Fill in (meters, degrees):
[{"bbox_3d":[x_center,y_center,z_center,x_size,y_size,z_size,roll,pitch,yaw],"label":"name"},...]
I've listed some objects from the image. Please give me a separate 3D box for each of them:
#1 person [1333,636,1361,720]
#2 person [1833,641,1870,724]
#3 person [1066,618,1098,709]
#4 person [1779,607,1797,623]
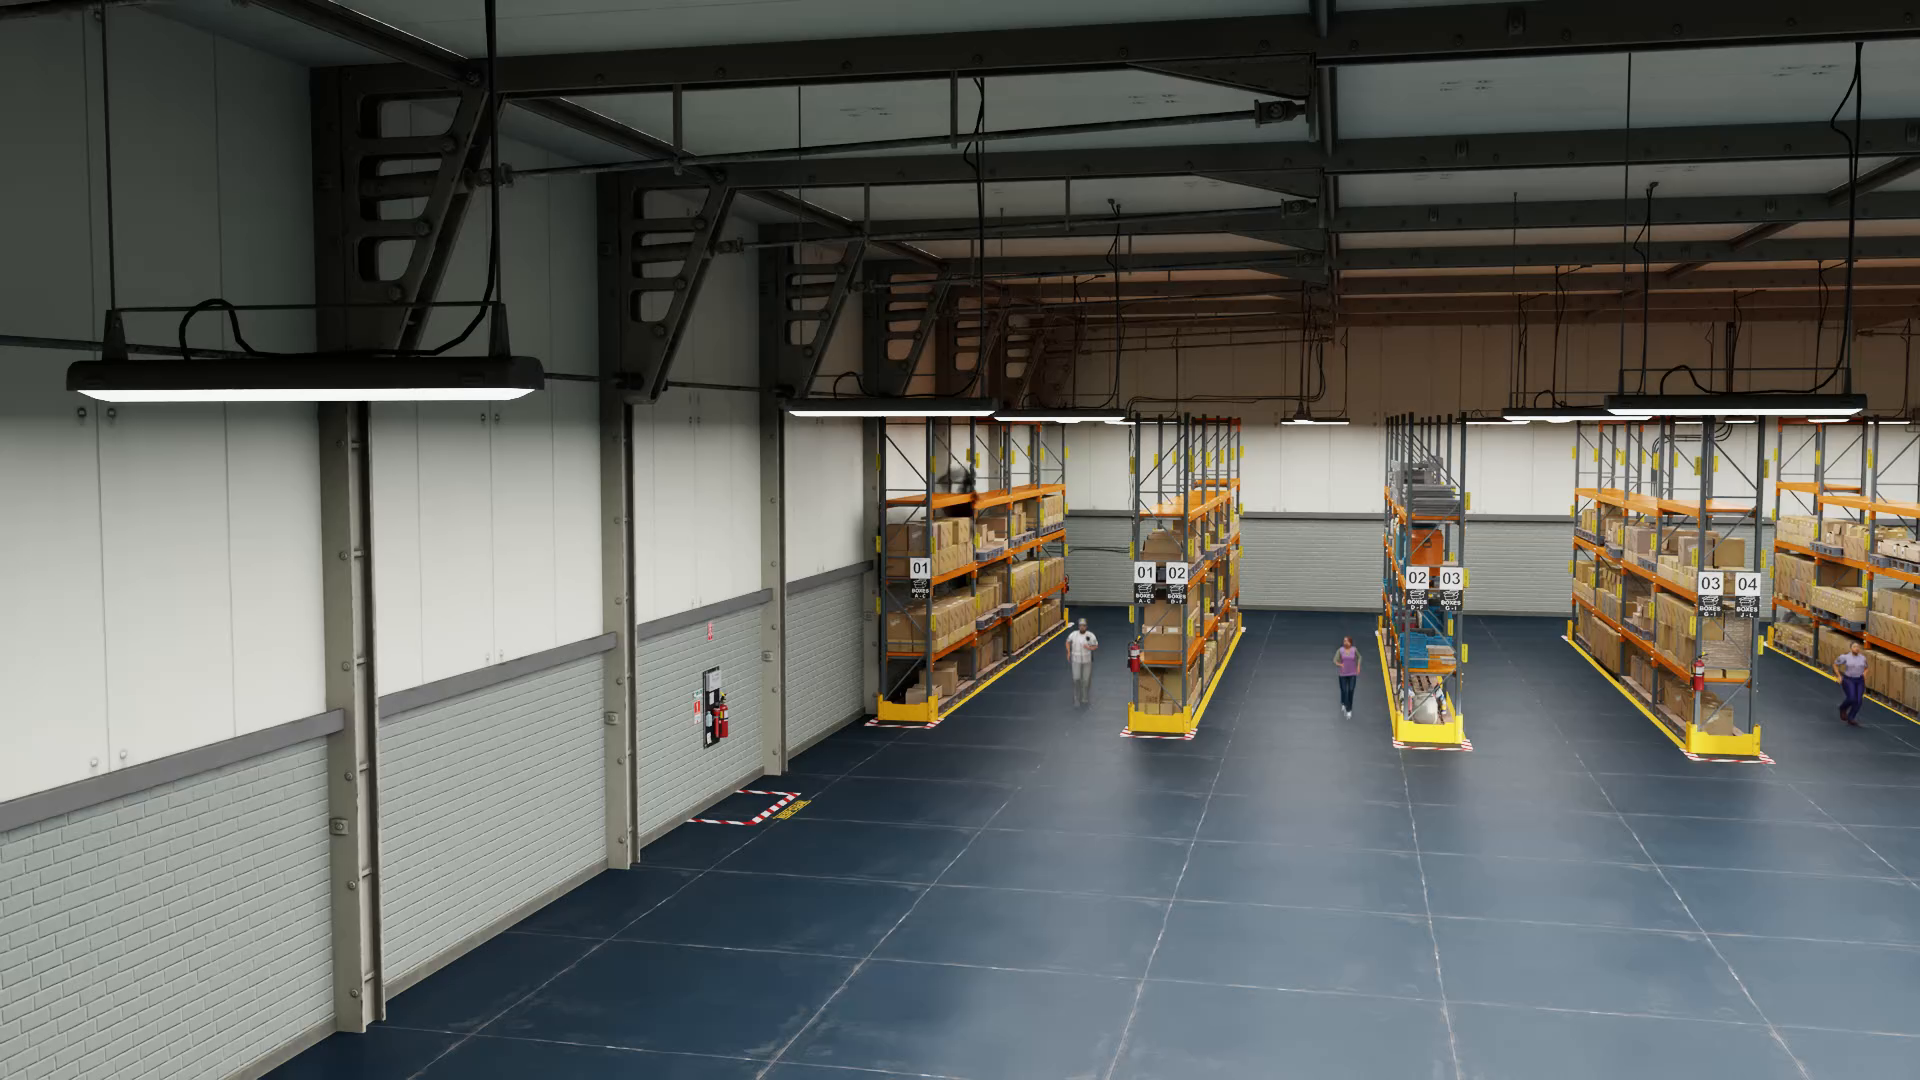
[{"bbox_3d":[7.653,2.695,32.886,0.550,1.614,0.843,1,4,13],"label":"person"},{"bbox_3d":[17.191,2.755,31.965,0.606,1.600,0.556,0,4,4],"label":"person"},{"bbox_3d":[2.514,2.512,34.221,0.649,1.823,0.885,0,4,4],"label":"person"},{"bbox_3d":[22.271,1.847,44.790,0.646,1.700,0.914,2,4,23],"label":"person"}]
